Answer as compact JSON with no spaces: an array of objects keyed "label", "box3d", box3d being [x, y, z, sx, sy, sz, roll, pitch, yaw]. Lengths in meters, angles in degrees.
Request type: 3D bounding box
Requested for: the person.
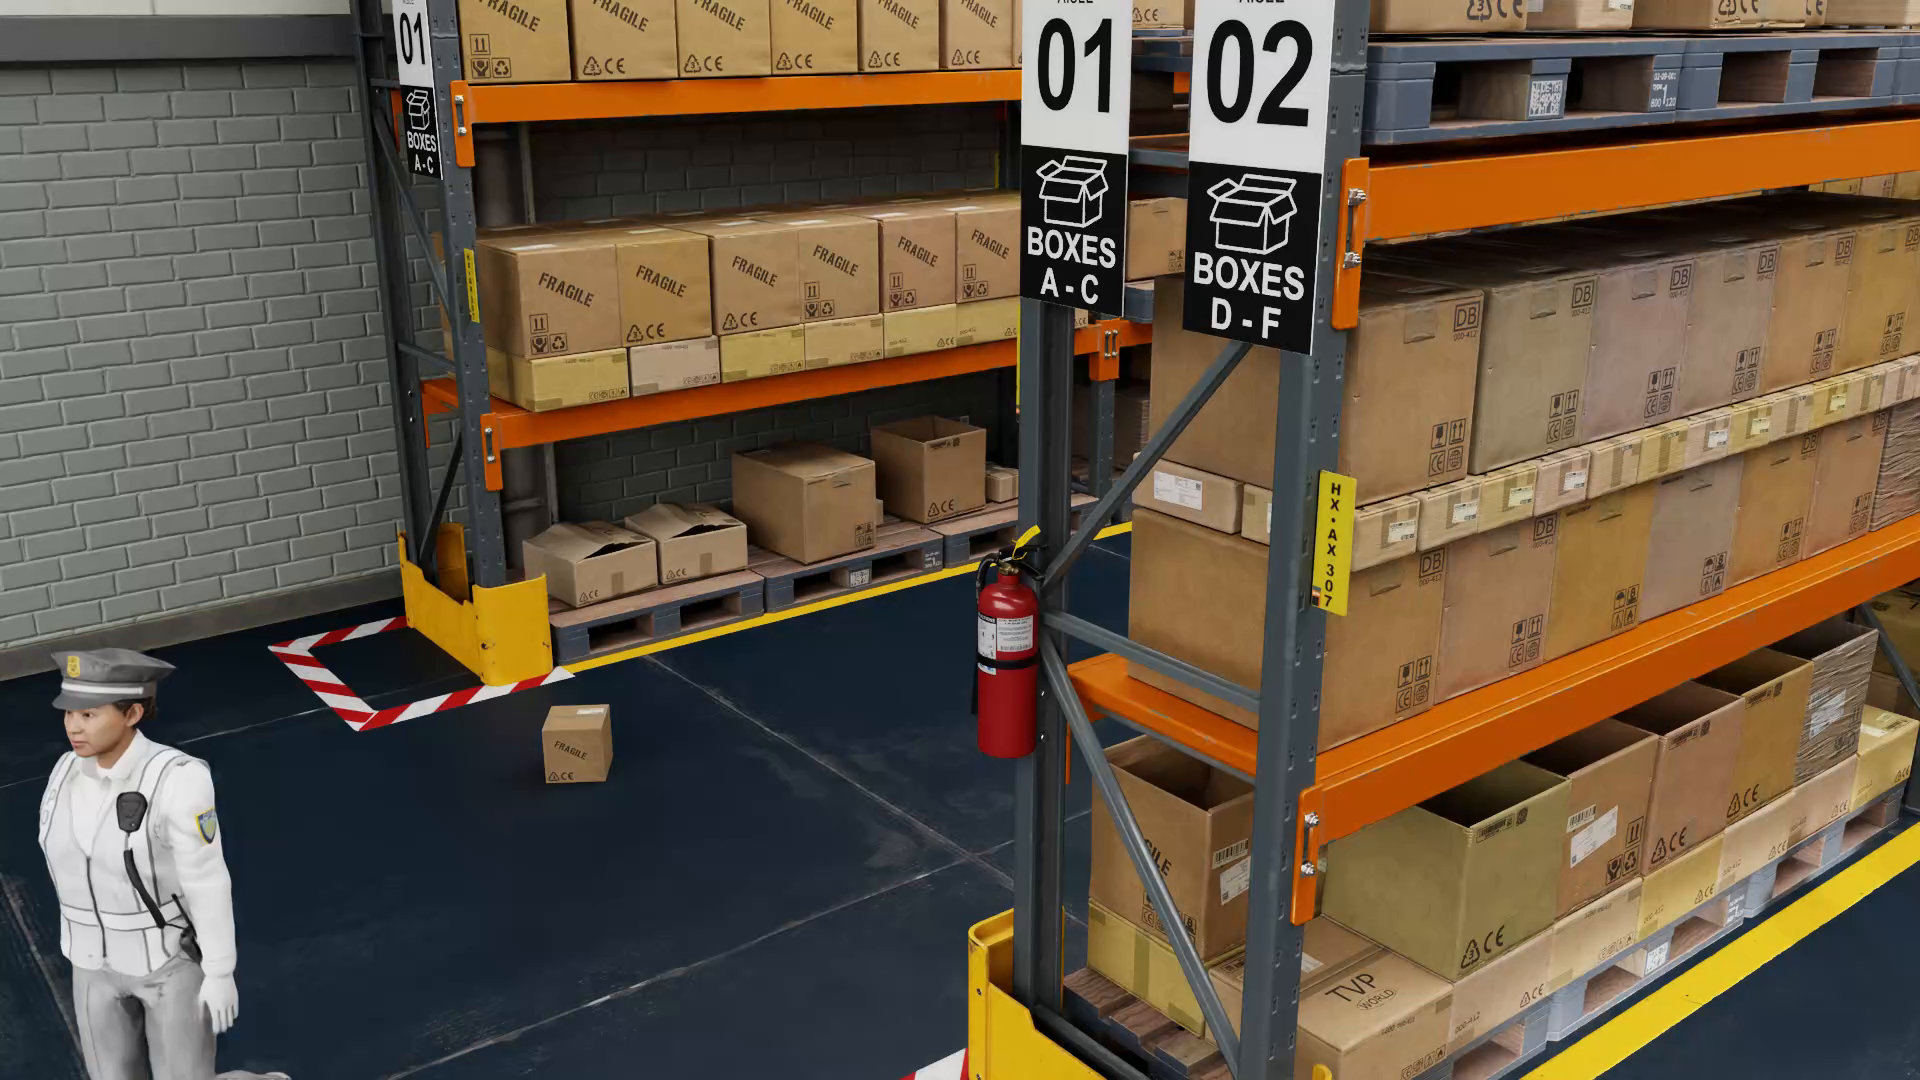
[{"label":"person","box3d":[-2.025,0.642,4.040,0.367,0.832,0.341,3,18,11]}]
